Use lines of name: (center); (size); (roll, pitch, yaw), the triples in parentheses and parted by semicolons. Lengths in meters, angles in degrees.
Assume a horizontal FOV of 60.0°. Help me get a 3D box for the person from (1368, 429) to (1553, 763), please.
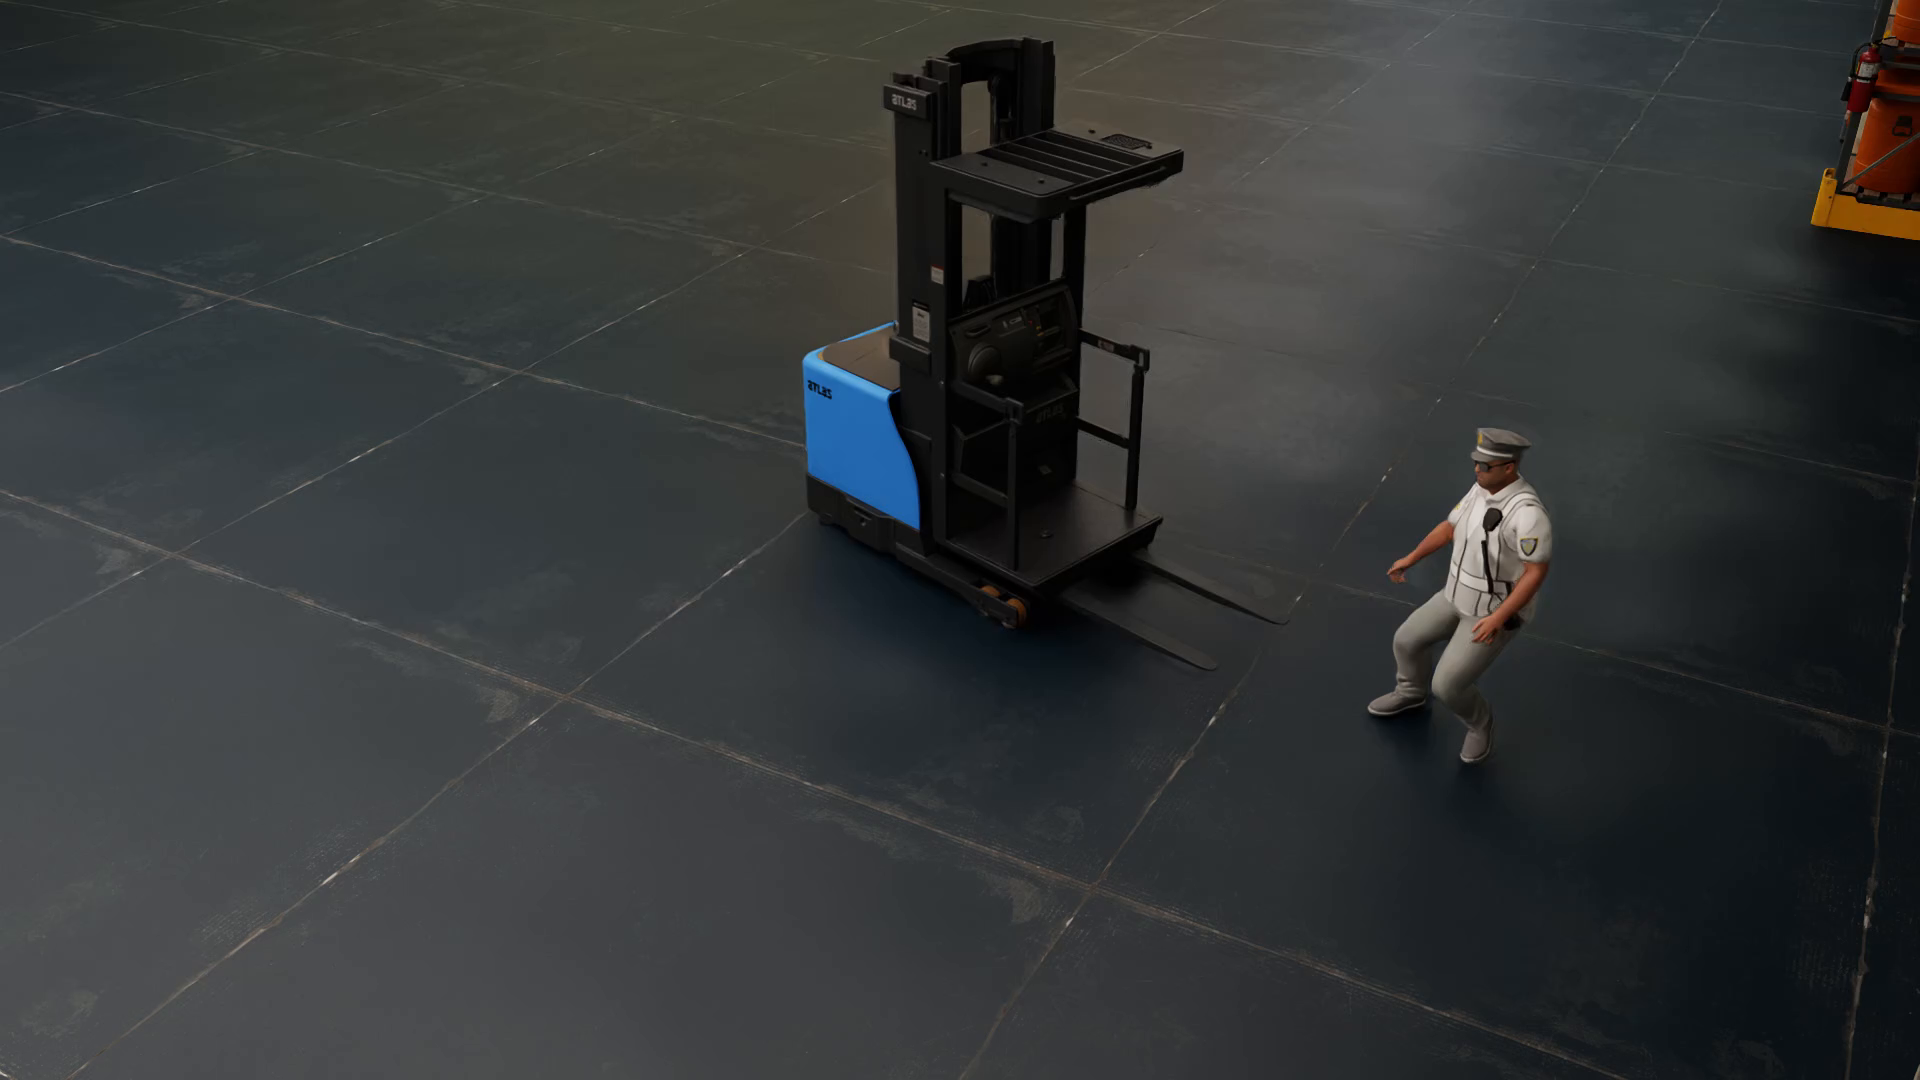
person: (2.391, 0.240, 7.928); (0.538, 1.648, 0.832); (-8, 31, -13)

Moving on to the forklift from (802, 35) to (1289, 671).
forklift: (0.449, -1.071, 8.927); (1.130, 2.935, 3.031); (-26, 39, -37)
